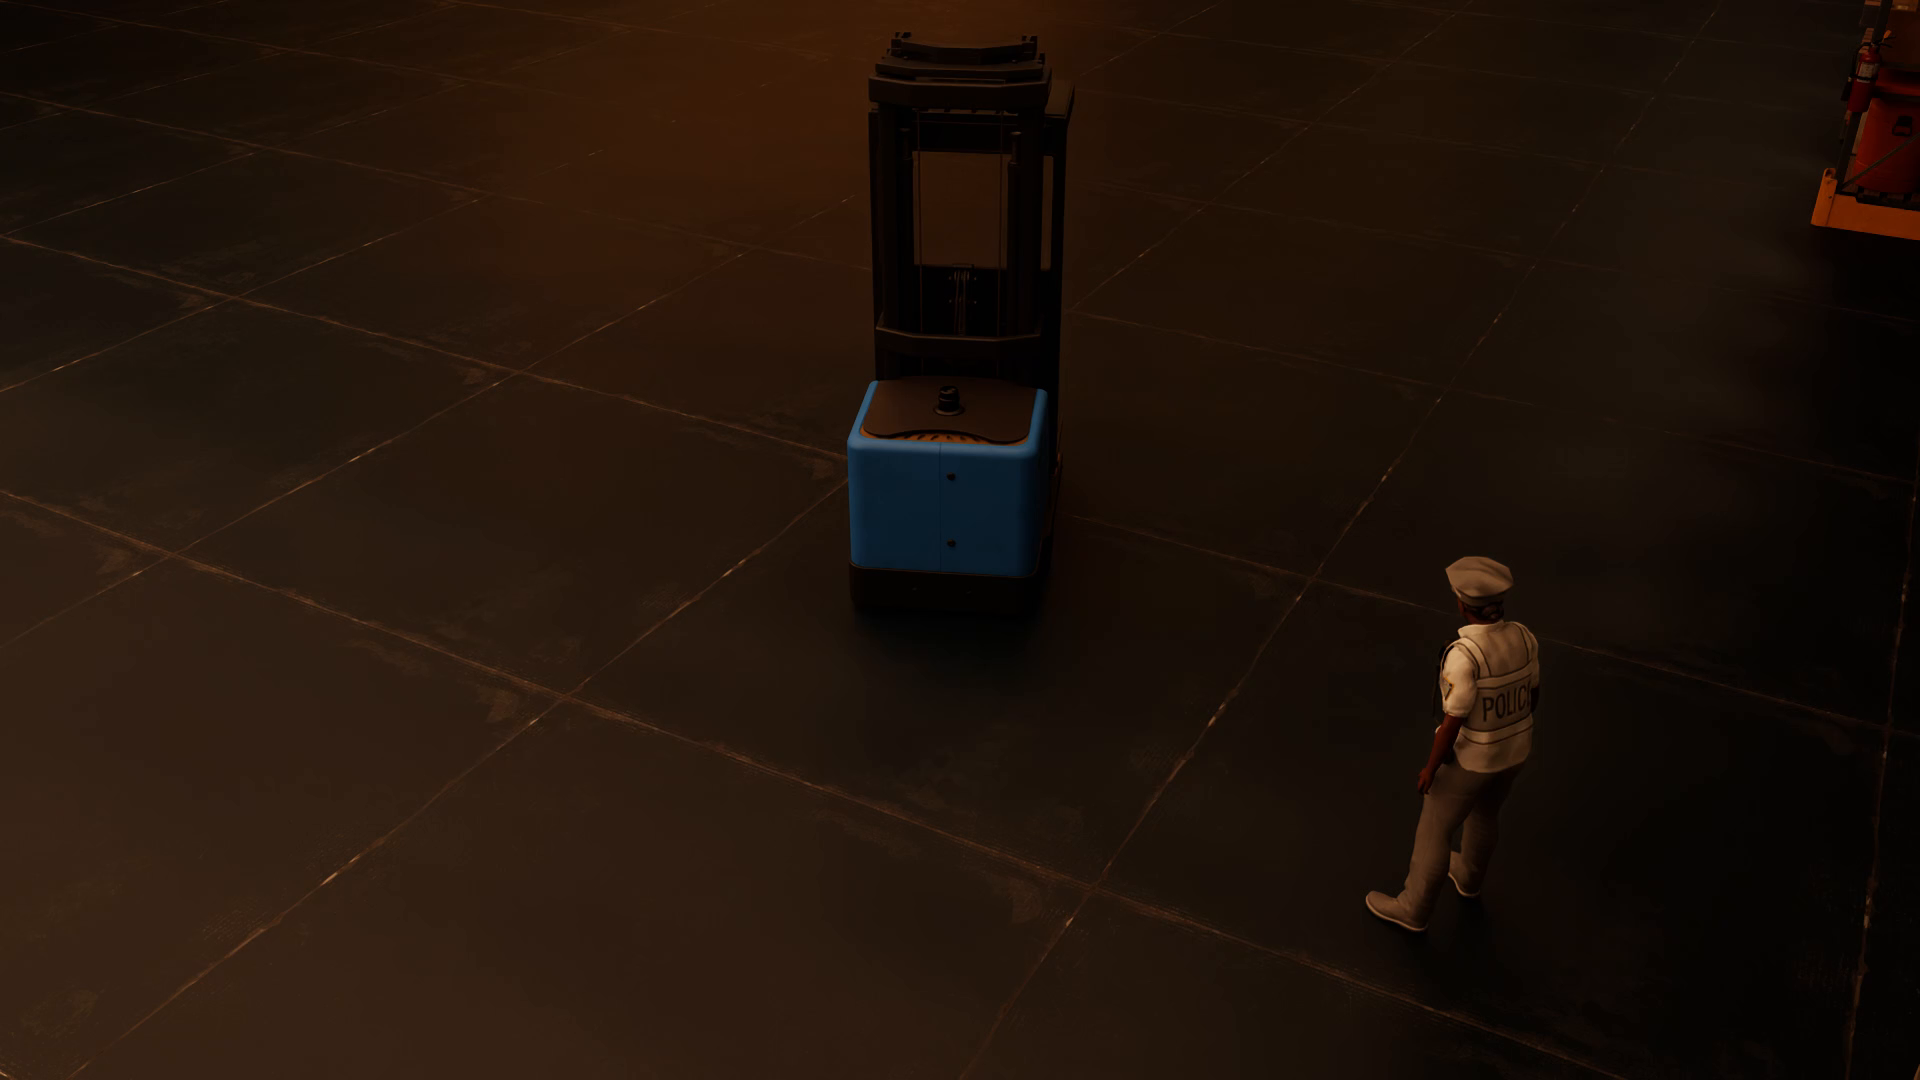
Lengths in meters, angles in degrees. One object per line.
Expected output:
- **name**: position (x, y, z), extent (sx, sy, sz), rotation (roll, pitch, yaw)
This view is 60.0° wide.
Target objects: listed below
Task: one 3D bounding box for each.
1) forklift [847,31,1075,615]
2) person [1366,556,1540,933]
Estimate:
- **forklift**: position (0.072, -1.572, 9.794), extent (1.130, 2.935, 3.031), rotation (3, 30, 6)
- **person**: position (2.084, 0.870, 6.841), extent (0.599, 1.666, 0.427), rotation (-15, 33, -24)
